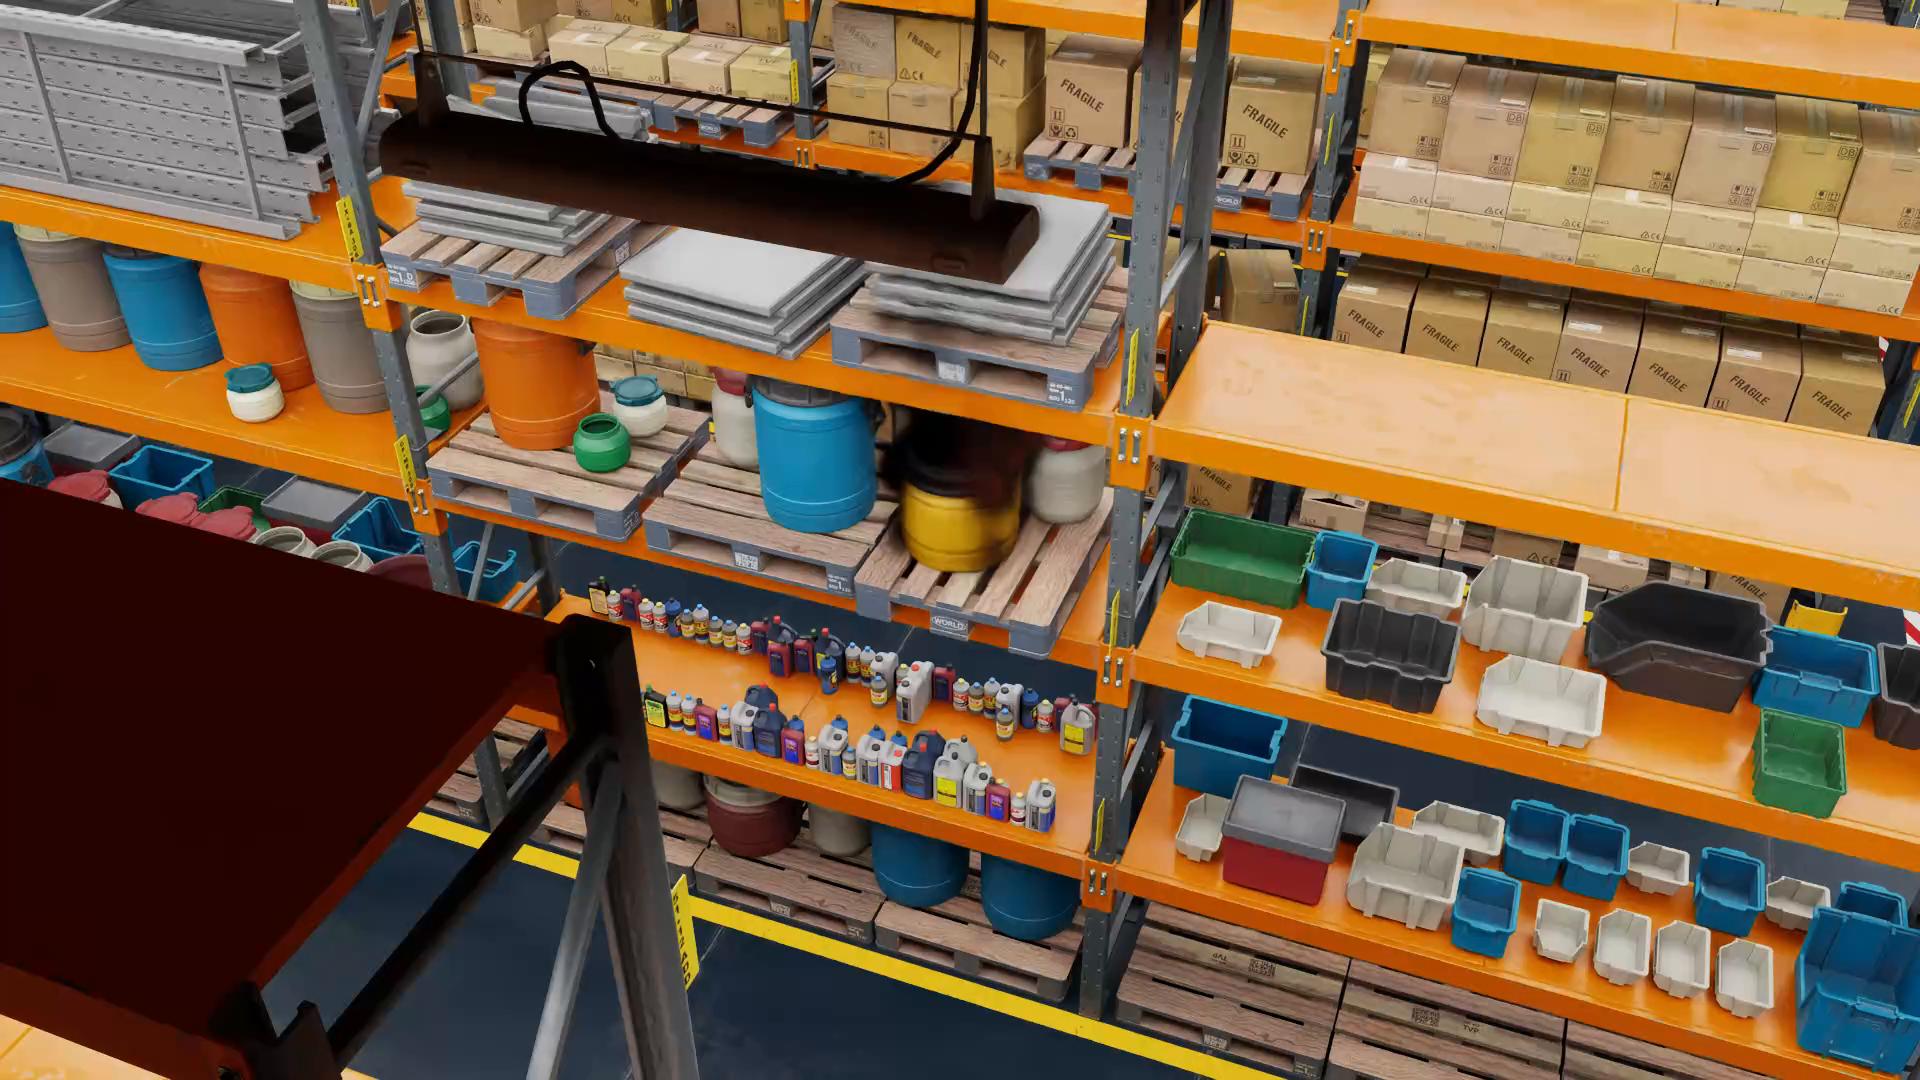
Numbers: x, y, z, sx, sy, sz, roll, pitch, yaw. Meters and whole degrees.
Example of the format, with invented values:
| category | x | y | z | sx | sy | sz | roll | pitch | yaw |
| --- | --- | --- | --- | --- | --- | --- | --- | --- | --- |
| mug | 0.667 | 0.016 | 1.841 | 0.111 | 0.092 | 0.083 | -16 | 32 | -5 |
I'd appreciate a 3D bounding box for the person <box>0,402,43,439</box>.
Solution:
| category | x | y | z | sx | sy | sz | roll | pitch | yaw |
| --- | --- | --- | --- | --- | --- | --- | --- | --- | --- |
| person | -8.035 | -1.353 | 13.917 | 0.755 | 1.550 | 0.547 | 1 | 37 | 1 |
